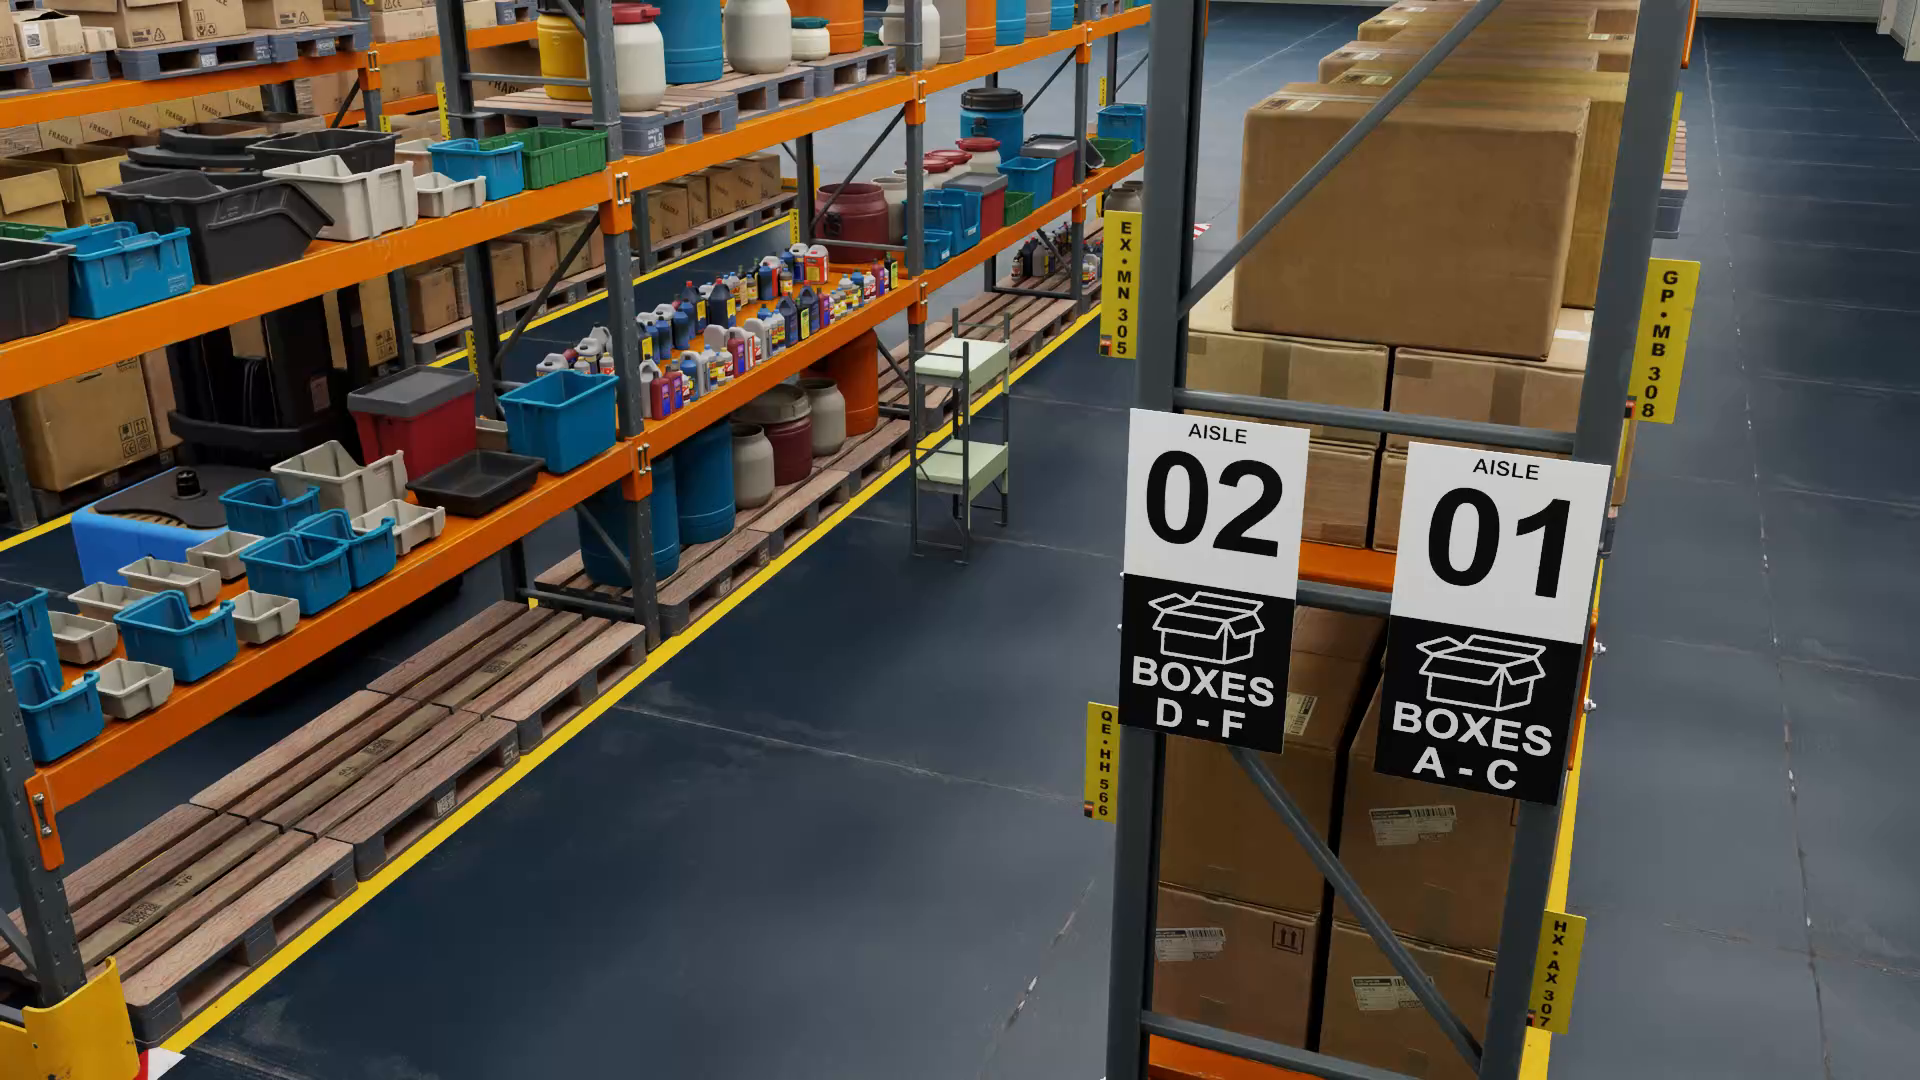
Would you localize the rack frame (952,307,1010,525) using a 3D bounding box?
[{"bbox_3d":[0.138,-0.825,11.280,0.400,1.500,0.023,9,24,20],"label":"rack frame"}]

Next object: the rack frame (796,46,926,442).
[{"bbox_3d":[-0.758,-2.252,12.750,1.000,3.000,0.127,9,24,20],"label":"rack frame"}]

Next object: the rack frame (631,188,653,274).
[{"bbox_3d":[-3.871,-4.393,17.874,1.000,3.000,0.127,9,24,20],"label":"rack frame"}]

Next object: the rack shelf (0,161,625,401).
[{"bbox_3d":[-2.987,-1.157,7.170,1.077,0.370,4.000,9,24,20],"label":"rack shelf"}]

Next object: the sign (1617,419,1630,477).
[{"bbox_3d":[2.860,-0.435,7.276,0.100,0.325,0.005,9,24,20],"label":"sign"}]

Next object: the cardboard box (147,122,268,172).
[{"bbox_3d":[-5.888,-2.978,13.057,0.797,0.503,0.637,9,24,21],"label":"cardboard box"}]

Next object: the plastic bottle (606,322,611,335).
[{"bbox_3d":[-2.137,-1.240,10.390,0.144,0.351,0.185,9,24,20],"label":"plastic bottle"}]

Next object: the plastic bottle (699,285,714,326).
[{"bbox_3d":[-1.734,-1.590,11.326,0.152,0.276,0.135,9,24,20],"label":"plastic bottle"}]

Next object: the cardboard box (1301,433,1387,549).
[{"bbox_3d":[0.814,-0.215,4.176,0.500,0.250,0.500,9,24,20],"label":"cardboard box"}]

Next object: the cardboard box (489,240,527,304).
[{"bbox_3d":[-4.728,-2.658,16.393,0.700,0.500,0.500,11,25,24],"label":"cardboard box"}]

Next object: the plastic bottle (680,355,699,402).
[{"bbox_3d":[-1.600,-0.958,9.818,0.097,0.271,0.097,0,23,0],"label":"plastic bottle"}]

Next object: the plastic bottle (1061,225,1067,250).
[{"bbox_3d":[1.124,-3.332,18.305,0.097,0.271,0.097,0,23,0],"label":"plastic bottle"}]

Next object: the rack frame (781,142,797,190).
[{"bbox_3d":[-2.385,-5.824,21.301,1.000,3.000,0.127,9,24,20],"label":"rack frame"}]

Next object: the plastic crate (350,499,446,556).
[{"bbox_3d":[-2.612,-0.061,7.767,0.293,0.136,0.466,9,24,20],"label":"plastic crate"}]

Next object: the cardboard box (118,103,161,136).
[{"bbox_3d":[-8.946,-4.416,17.801,0.500,0.500,0.500,9,24,19],"label":"cardboard box"}]

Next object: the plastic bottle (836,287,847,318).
[{"bbox_3d":[-0.838,-1.659,11.588,0.097,0.201,0.097,0,23,0],"label":"plastic bottle"}]

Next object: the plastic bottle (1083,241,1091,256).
[{"bbox_3d":[1.279,-2.914,17.201,0.144,0.351,0.185,9,24,20],"label":"plastic bottle"}]

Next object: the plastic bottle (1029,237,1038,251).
[{"bbox_3d":[0.771,-3.005,17.417,0.144,0.351,0.185,8,24,17],"label":"plastic bottle"}]

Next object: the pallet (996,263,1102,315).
[{"bbox_3d":[1.016,-2.631,17.275,1.003,0.211,1.213,9,24,20],"label":"pallet"}]

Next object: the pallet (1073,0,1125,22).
[{"bbox_3d":[0.905,-5.253,16.287,1.213,0.211,1.003,9,24,20],"label":"pallet"}]

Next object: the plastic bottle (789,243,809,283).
[{"bbox_3d":[-1.219,-2.086,12.514,0.152,0.276,0.135,9,24,20],"label":"plastic bottle"}]

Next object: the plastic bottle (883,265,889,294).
[{"bbox_3d":[-0.572,-1.916,12.203,0.097,0.201,0.097,0,23,0],"label":"plastic bottle"}]

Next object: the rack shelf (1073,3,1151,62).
[{"bbox_3d":[1.471,-5.451,17.451,1.077,0.370,4.000,9,24,20],"label":"rack shelf"}]

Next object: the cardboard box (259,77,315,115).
[{"bbox_3d":[-8.312,-5.342,19.952,0.875,0.550,0.550,9,24,20],"label":"cardboard box"}]

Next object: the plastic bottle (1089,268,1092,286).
[{"bbox_3d":[1.291,-2.683,16.841,0.097,0.201,0.097,0,23,0],"label":"plastic bottle"}]

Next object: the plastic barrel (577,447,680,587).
[{"bbox_3d":[-2.026,-0.238,10.107,0.600,0.901,0.708,9,24,20],"label":"plastic barrel"}]

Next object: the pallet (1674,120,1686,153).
[{"bbox_3d":[3.044,-2.002,8.504,1.213,0.211,1.003,9,24,20],"label":"pallet"}]

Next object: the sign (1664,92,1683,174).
[{"bbox_3d":[2.860,-1.658,6.765,0.100,0.325,0.005,9,24,20],"label":"sign"}]

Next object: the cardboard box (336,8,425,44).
[{"bbox_3d":[-4.946,-4.408,14.214,0.500,0.250,0.500,9,24,21],"label":"cardboard box"}]

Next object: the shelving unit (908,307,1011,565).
[{"bbox_3d":[0.002,-0.694,10.967,0.431,1.500,0.755,9,24,20],"label":"shelving unit"}]

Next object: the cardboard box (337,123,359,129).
[{"bbox_3d":[-7.808,-4.890,21.278,0.875,0.875,0.875,9,24,20],"label":"cardboard box"}]

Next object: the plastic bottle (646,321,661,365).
[{"bbox_3d":[-1.952,-1.249,10.514,0.097,0.271,0.097,0,23,0],"label":"plastic bottle"}]

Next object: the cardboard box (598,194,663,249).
[{"bbox_3d":[-3.685,-3.570,18.604,0.500,0.500,0.500,8,24,18],"label":"cardboard box"}]

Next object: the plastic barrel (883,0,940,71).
[{"bbox_3d":[-0.358,-3.755,12.311,0.421,0.512,0.421,0,23,0],"label":"plastic barrel"}]

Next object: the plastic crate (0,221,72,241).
[{"bbox_3d":[-3.628,-1.069,6.302,0.450,0.188,0.336,9,24,20],"label":"plastic crate"}]

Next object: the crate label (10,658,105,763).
[{"bbox_3d":[-3.332,0.619,6.015,0.416,0.233,0.303,9,24,20],"label":"crate label"}]

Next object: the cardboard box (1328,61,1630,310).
[{"bbox_3d":[1.308,-0.923,4.250,0.700,0.500,0.500,9,24,20],"label":"cardboard box"}]

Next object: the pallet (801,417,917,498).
[{"bbox_3d":[-1.012,-0.677,12.598,1.003,0.211,1.213,9,24,20],"label":"pallet"}]

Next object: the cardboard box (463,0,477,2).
[{"bbox_3d":[-4.571,-5.115,14.935,0.500,0.500,0.500,8,24,19],"label":"cardboard box"}]

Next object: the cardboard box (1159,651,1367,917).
[{"bbox_3d":[0.778,0.615,4.459,0.500,0.500,0.500,9,24,20],"label":"cardboard box"}]

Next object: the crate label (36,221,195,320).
[{"bbox_3d":[-3.087,-0.989,6.026,0.408,0.251,0.502,9,24,20],"label":"crate label"}]

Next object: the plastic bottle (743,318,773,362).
[{"bbox_3d":[-1.288,-1.289,10.605,0.152,0.276,0.135,9,24,20],"label":"plastic bottle"}]

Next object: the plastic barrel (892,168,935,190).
[{"bbox_3d":[-0.418,-2.853,14.044,0.421,0.512,0.421,0,23,0],"label":"plastic barrel"}]

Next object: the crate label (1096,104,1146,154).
[{"bbox_3d":[1.781,-4.434,17.927,0.502,0.435,0.616,9,24,20],"label":"crate label"}]

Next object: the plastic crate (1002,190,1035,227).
[{"bbox_3d":[0.343,-2.922,14.629,0.450,0.188,0.662,9,24,20],"label":"plastic crate"}]

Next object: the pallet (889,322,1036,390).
[{"bbox_3d":[0.021,-1.672,14.979,1.003,0.211,1.213,9,24,20],"label":"pallet"}]

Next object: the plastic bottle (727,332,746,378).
[{"bbox_3d":[-1.382,-1.155,10.274,0.061,0.283,0.133,9,24,20],"label":"plastic bottle"}]

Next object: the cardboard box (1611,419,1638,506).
[{"bbox_3d":[2.737,-0.488,7.851,0.700,0.500,0.500,1,23,2],"label":"cardboard box"}]

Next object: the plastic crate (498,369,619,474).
[{"bbox_3d":[-2.101,-0.625,8.798,0.392,0.384,0.575,9,24,20],"label":"plastic crate"}]

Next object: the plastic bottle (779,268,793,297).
[{"bbox_3d":[-1.268,-1.875,12.105,0.097,0.201,0.097,0,23,0],"label":"plastic bottle"}]

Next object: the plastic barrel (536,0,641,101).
[{"bbox_3d":[-2.093,-2.841,9.479,0.600,0.588,0.600,0,23,0],"label":"plastic barrel"}]

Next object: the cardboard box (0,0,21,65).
[{"bbox_3d":[-6.636,-3.363,10.843,0.700,0.500,0.500,9,24,21],"label":"cardboard box"}]

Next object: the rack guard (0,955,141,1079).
[{"bbox_3d":[-3.726,1.775,6.353,1.175,0.500,0.348,9,24,20],"label":"rack guard"}]

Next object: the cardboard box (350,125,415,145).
[{"bbox_3d":[-5.193,-3.400,14.824,0.500,0.500,0.500,6,23,14],"label":"cardboard box"}]

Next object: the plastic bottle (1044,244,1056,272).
[{"bbox_3d":[0.918,-2.958,17.403,0.152,0.276,0.135,9,24,20],"label":"plastic bottle"}]

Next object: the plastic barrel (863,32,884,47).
[{"bbox_3d":[-0.714,-3.660,12.431,0.294,0.245,0.294,0,23,0],"label":"plastic barrel"}]

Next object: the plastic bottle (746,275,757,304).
[{"bbox_3d":[-1.509,-1.801,11.928,0.097,0.201,0.097,0,23,0],"label":"plastic bottle"}]

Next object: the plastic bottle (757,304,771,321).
[{"bbox_3d":[-1.281,-1.415,10.912,0.097,0.271,0.097,0,23,0],"label":"plastic bottle"}]

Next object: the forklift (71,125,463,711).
[{"bbox_3d":[-3.771,-0.980,9.794,1.130,2.935,3.031,8,24,18],"label":"forklift"}]
